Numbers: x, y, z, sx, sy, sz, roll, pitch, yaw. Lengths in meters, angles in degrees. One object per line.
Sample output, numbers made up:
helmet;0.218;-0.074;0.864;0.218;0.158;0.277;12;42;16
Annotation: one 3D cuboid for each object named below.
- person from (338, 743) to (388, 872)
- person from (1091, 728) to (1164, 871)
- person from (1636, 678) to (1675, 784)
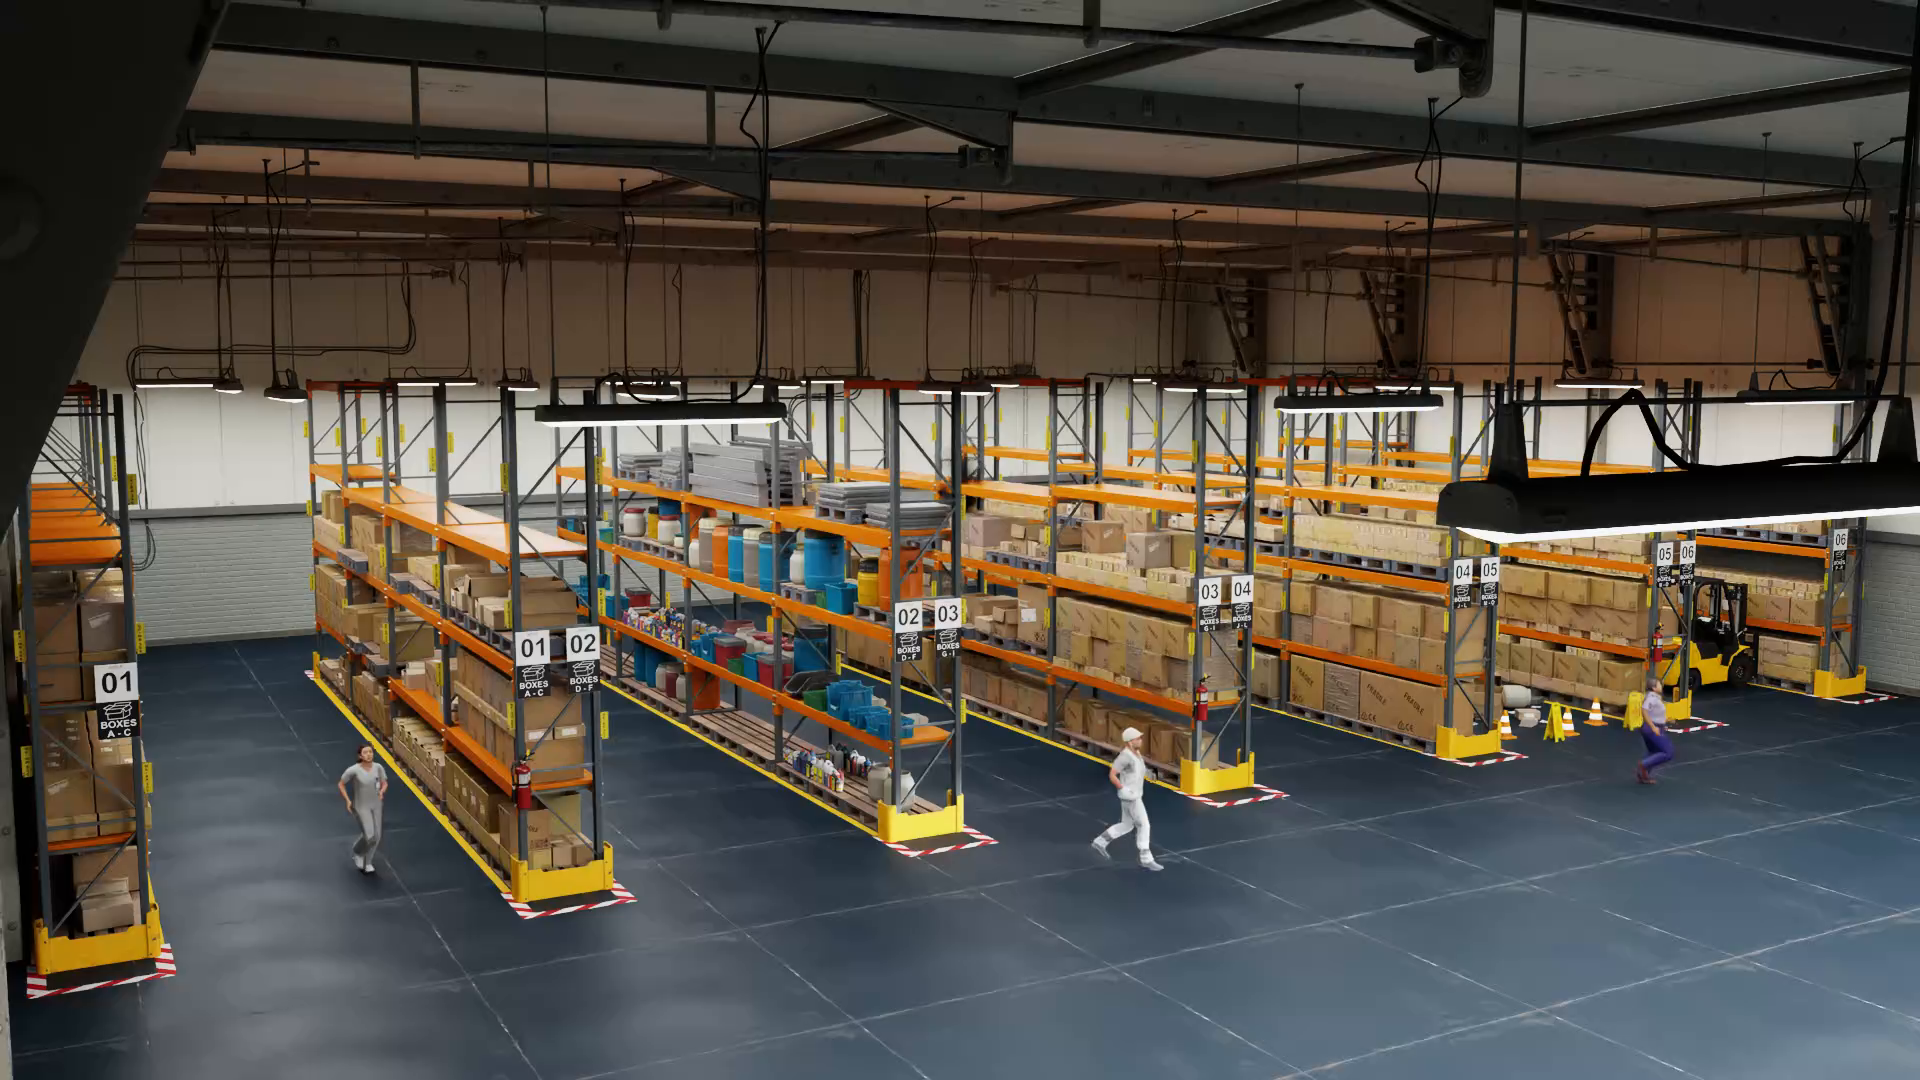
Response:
person;-7.327;3.330;20.590;0.550;1.621;0.565;-6;8;-43
person;2.110;3.227;20.852;0.922;1.795;0.638;1;6;11
person;10.473;2.884;25.005;0.536;1.594;0.603;1;6;13
